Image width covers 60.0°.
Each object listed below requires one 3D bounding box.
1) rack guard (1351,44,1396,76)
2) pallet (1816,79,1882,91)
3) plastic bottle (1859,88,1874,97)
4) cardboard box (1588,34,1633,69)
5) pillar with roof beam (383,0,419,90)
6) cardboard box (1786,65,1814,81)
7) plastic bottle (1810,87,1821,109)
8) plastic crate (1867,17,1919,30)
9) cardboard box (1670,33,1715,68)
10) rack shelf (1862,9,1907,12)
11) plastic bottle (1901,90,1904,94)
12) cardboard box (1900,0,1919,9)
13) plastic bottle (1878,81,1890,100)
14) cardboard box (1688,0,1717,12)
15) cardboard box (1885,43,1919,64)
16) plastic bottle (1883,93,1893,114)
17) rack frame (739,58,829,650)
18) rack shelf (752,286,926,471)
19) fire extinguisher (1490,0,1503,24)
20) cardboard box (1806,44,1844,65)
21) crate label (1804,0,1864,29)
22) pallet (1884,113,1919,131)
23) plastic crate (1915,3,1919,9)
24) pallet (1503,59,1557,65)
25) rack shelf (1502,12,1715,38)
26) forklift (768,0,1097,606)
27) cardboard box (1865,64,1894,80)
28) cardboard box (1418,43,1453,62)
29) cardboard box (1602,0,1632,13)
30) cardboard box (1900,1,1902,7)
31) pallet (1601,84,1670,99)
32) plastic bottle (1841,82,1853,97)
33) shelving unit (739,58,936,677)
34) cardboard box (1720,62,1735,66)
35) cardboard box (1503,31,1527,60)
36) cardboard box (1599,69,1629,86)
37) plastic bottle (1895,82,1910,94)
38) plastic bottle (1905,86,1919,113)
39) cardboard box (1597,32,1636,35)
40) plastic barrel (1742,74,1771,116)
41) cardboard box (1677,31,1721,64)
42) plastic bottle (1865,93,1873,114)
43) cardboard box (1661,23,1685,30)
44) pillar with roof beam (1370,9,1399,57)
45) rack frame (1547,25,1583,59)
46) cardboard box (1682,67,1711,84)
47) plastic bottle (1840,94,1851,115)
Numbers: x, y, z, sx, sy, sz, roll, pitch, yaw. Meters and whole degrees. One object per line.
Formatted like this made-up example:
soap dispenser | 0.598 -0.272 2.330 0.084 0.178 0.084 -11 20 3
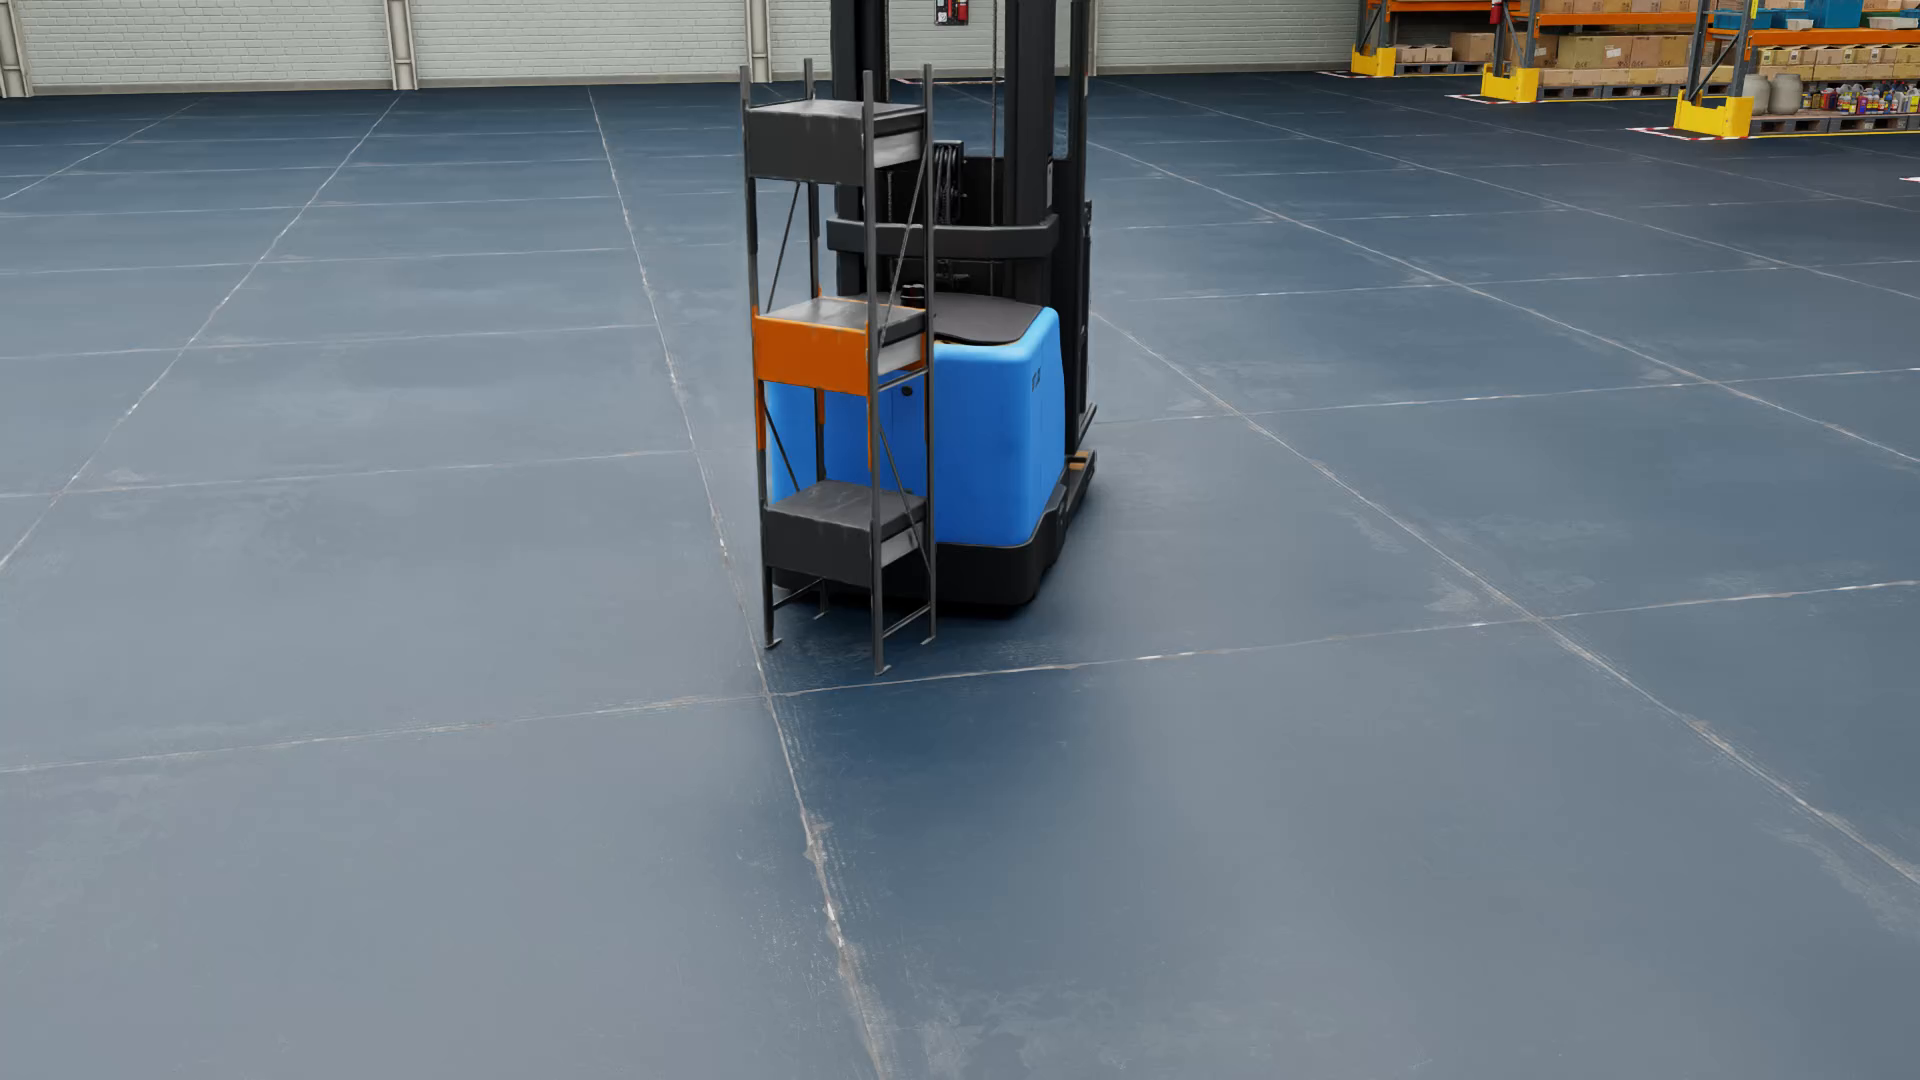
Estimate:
rack guard | 7.721 -8.969 31.073 0.348 0.500 1.175 -5 21 -12
pallet | 14.581 -7.656 27.906 1.213 0.211 1.003 -5 21 -12
plastic bottle | 12.400 -6.044 22.773 0.135 0.276 0.152 -5 21 -12
cardboard box | 10.333 -7.789 26.515 0.500 0.500 0.500 -5 21 -12
pillar with roof beam | -8.397 -10.433 22.713 0.400 9.000 9.100 -5 21 -12
cardboard box | 13.630 -7.691 27.336 0.500 0.250 0.500 -4 21 -11
plastic bottle | 11.723 -6.059 22.805 0.133 0.283 0.061 -4 21 -11
plastic crate | 12.297 -6.800 21.901 0.437 0.136 0.530 -5 21 -12
cardboard box | 11.793 -7.908 26.840 0.500 0.500 0.500 -5 21 -12
rack shelf | 14.630 -8.616 27.521 4.000 0.370 1.077 -5 21 -12
plastic bottle | 12.709 -5.913 22.404 0.133 0.283 0.061 -5 21 -12
cardboard box | 15.764 -8.831 27.426 0.250 0.149 0.380 -5 21 -12
plastic bottle | 12.755 -6.160 22.982 0.185 0.351 0.144 -6 21 -15
cardboard box | 11.741 -8.762 26.726 0.500 0.500 0.700 -5 21 -13
cardboard box | 15.619 -8.115 27.677 0.500 0.311 0.500 -5 21 -13
plastic bottle | 12.391 -5.837 22.214 0.097 0.271 0.097 0 20 0
rack frame | -0.621 -0.638 6.002 0.015 2.100 0.400 11 23 28
rack shelf | -0.410 -0.583 5.891 0.480 0.518 0.431 11 23 28
fire extinguisher | 8.569 -8.589 26.513 0.183 0.674 0.296 -5 21 -12
cardboard box | 14.134 -7.994 27.347 0.500 0.311 0.500 -5 21 -14
crate label | 11.656 -7.074 22.212 0.616 0.435 0.502 -5 21 -12
pallet | 13.156 -5.789 22.811 1.213 0.211 1.003 -5 21 -12
plastic crate | 13.281 -7.109 22.452 0.504 0.338 0.767 -5 21 -12
pallet | 10.894 -9.079 31.793 1.213 0.211 1.003 -5 21 -12
rack shelf | 10.737 -8.300 26.657 4.000 0.370 1.077 -5 21 -12
forklift | 0.045 -1.595 7.407 1.130 2.935 3.031 4 20 11
cardboard box | 15.129 -7.814 27.673 0.500 0.250 0.500 -4 21 -11
cardboard box | 8.896 -9.151 31.204 0.500 0.311 0.500 -3 20 -8
cardboard box | 10.242 -8.639 26.393 0.500 0.500 0.700 -5 21 -12
cardboard box | 15.661 -9.065 27.828 0.500 0.311 0.500 -5 21 -13
pallet | 10.710 -7.340 27.044 1.213 0.211 1.003 -5 21 -12
plastic bottle | 12.160 -6.112 22.850 0.185 0.351 0.144 -4 20 -10
shelving unit | -0.410 -0.595 5.887 0.503 2.100 0.431 11 23 28
cardboard box | 13.020 -7.832 27.720 0.500 0.250 0.500 -5 21 -13
cardboard box | 10.539 -9.391 31.584 0.500 0.500 0.500 -6 21 -17
cardboard box | 10.336 -7.433 26.633 0.500 0.250 0.500 -5 21 -12
plastic bottle | 12.972 -6.127 22.891 0.185 0.351 0.144 -5 21 -12
plastic bottle | 12.758 -5.912 22.304 0.185 0.351 0.144 -5 21 -13
cardboard box | 10.701 -8.003 27.097 0.500 0.500 0.500 -5 21 -12
plastic barrel | 10.550 -5.927 22.141 0.421 0.512 0.421 0 20 0
cardboard box | 12.160 -8.122 27.423 0.500 0.500 0.500 -5 21 -12
plastic bottle | 12.096 -5.813 22.148 0.097 0.271 0.097 0 20 0
cardboard box | 13.675 -10.014 32.196 0.500 0.250 0.500 -5 21 -13
pillar with roof beam | 9.120 -11.858 26.603 0.400 9.000 9.100 -5 21 -12
rack frame | 11.540 -10.454 31.491 0.127 3.000 1.000 -5 21 -12
cardboard box | 11.793 -7.556 26.967 0.500 0.250 0.500 -5 21 -12
plastic bottle | 11.763 -5.785 22.074 0.097 0.271 0.097 0 20 0
